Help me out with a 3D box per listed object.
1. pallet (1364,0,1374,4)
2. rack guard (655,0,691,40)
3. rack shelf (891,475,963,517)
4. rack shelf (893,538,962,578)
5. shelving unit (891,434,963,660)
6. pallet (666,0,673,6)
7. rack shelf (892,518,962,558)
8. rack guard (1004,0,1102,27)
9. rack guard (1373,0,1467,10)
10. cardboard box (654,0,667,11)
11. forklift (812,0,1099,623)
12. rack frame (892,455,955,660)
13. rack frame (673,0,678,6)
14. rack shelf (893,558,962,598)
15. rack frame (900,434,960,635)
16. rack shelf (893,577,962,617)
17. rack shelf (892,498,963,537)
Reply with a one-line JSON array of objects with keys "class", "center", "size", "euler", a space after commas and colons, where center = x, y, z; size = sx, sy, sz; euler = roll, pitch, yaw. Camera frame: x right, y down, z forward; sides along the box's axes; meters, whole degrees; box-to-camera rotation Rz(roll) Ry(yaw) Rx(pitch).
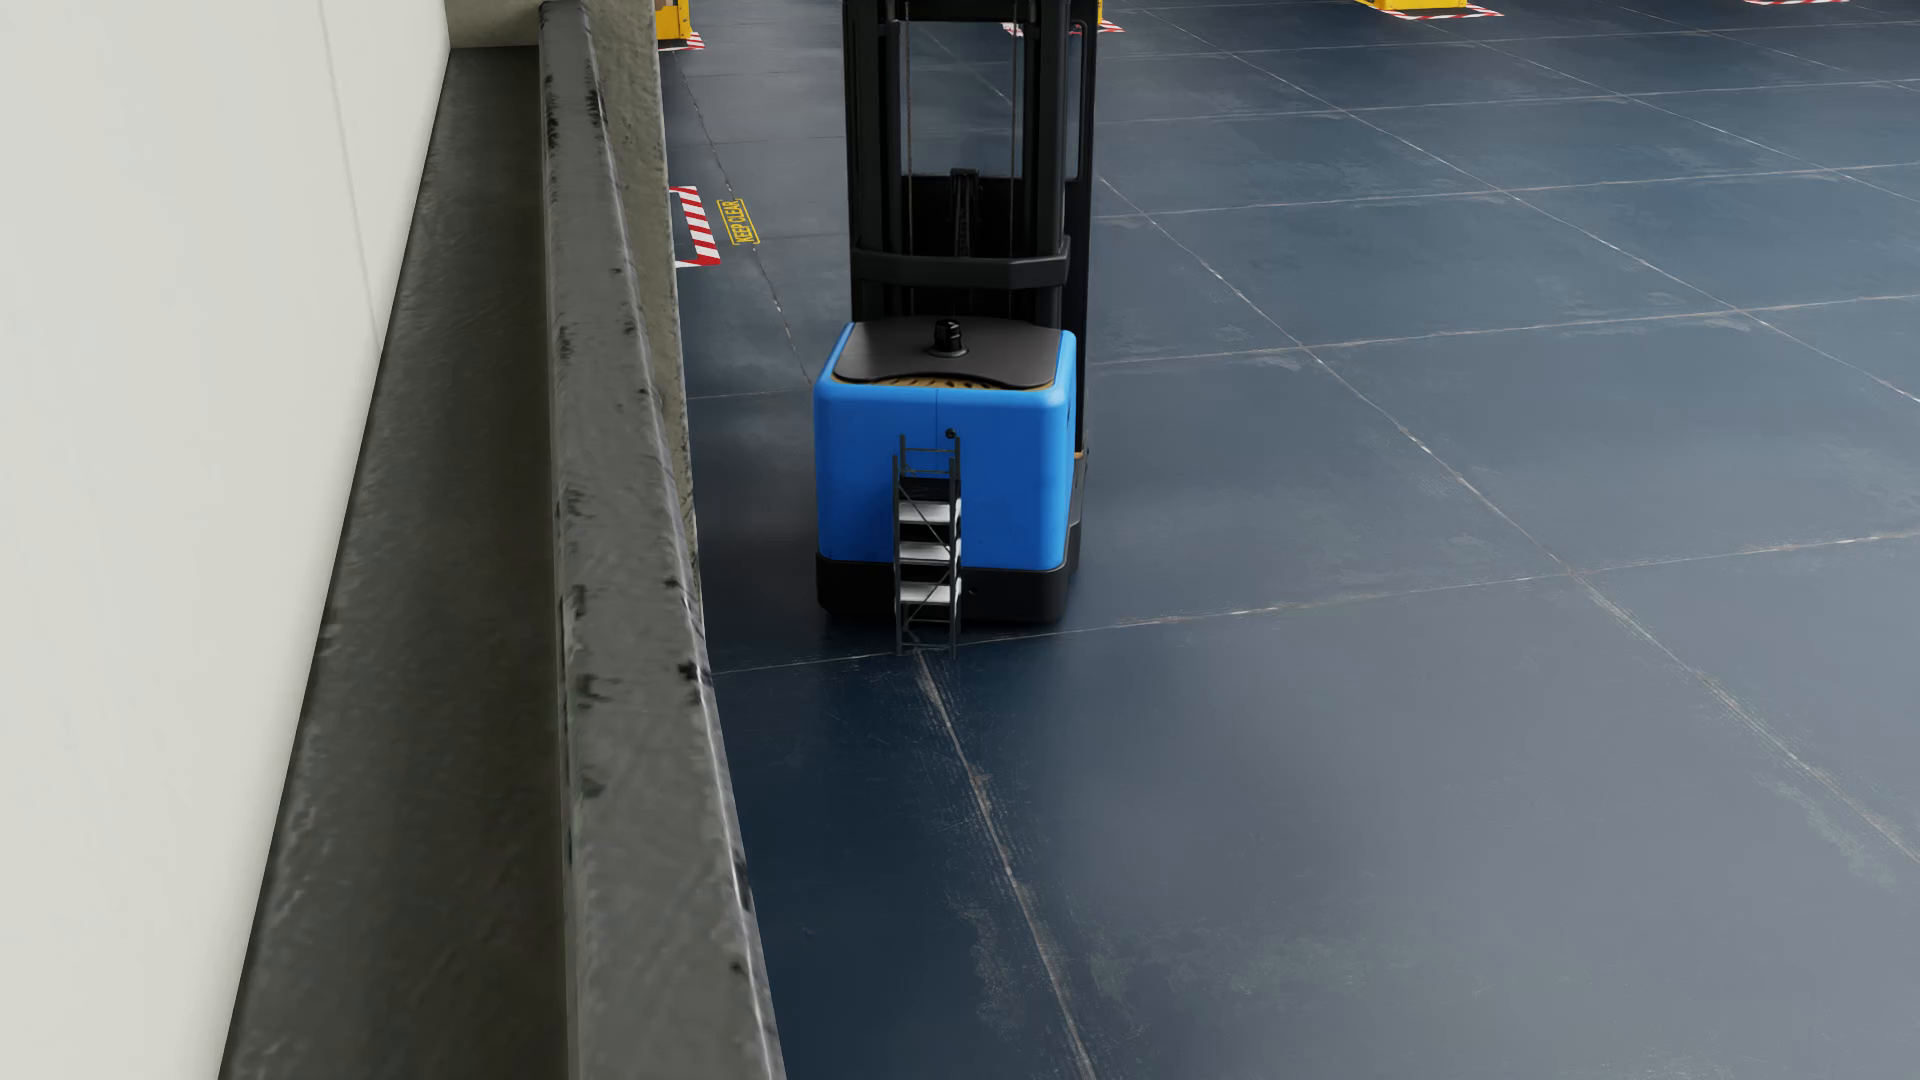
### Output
[{"class": "pallet", "center": [5.706, -7.279, 21.937], "size": [1.003, 0.211, 1.213], "euler": [-6, 27, -12]}, {"class": "rack guard", "center": [-3.723, -6.049, 19.181], "size": [1.175, 0.500, 0.348], "euler": [-6, 27, -12]}, {"class": "rack shelf", "center": [-0.129, -0.176, 6.574], "size": [0.258, 0.077, 0.200], "euler": [3, 27, 6]}, {"class": "rack shelf", "center": [-0.129, 0.065, 6.696], "size": [0.258, 0.077, 0.200], "euler": [3, 27, 6]}, {"class": "shelving unit", "center": [-0.129, 0.035, 6.681], "size": [0.258, 0.900, 0.210], "euler": [3, 27, 6]}, {"class": "pallet", "center": [-3.871, -6.281, 19.959], "size": [1.003, 0.211, 1.213], "euler": [-6, 27, -12]}, {"class": "rack shelf", "center": [-0.129, -0.015, 6.656], "size": [0.258, 0.077, 0.200], "euler": [3, 27, 6]}, {"class": "rack guard", "center": [1.125, -6.510, 20.093], "size": [1.175, 0.500, 0.348], "euler": [-6, 27, -12]}, {"class": "rack guard", "center": [5.884, -7.051, 21.164], "size": [1.175, 0.500, 0.348], "euler": [-6, 27, -12]}, {"class": "cardboard box", "center": [-3.774, -6.441, 19.678], "size": [0.500, 0.311, 0.500], "euler": [-9, 28, -17]}, {"class": "forklift", "center": [0.071, -1.598, 7.664], "size": [1.130, 2.935, 3.031], "euler": [3, 27, 6]}, {"class": "rack frame", "center": [-0.140, 0.081, 6.591], "size": [0.240, 0.900, 0.006], "euler": [3, 27, 6]}, {"class": "rack frame", "center": [-3.706, -7.132, 18.551], "size": [1.000, 3.000, 0.127], "euler": [-6, 27, -12]}, {"class": "rack shelf", "center": [-0.129, 0.146, 6.737], "size": [0.258, 0.077, 0.200], "euler": [3, 27, 6]}, {"class": "rack frame", "center": [-0.118, -0.010, 6.771], "size": [0.240, 0.900, 0.006], "euler": [3, 27, 6]}, {"class": "rack shelf", "center": [-0.129, 0.226, 6.777], "size": [0.258, 0.077, 0.200], "euler": [3, 27, 6]}, {"class": "rack shelf", "center": [-0.129, -0.095, 6.615], "size": [0.258, 0.077, 0.200], "euler": [3, 27, 6]}]
